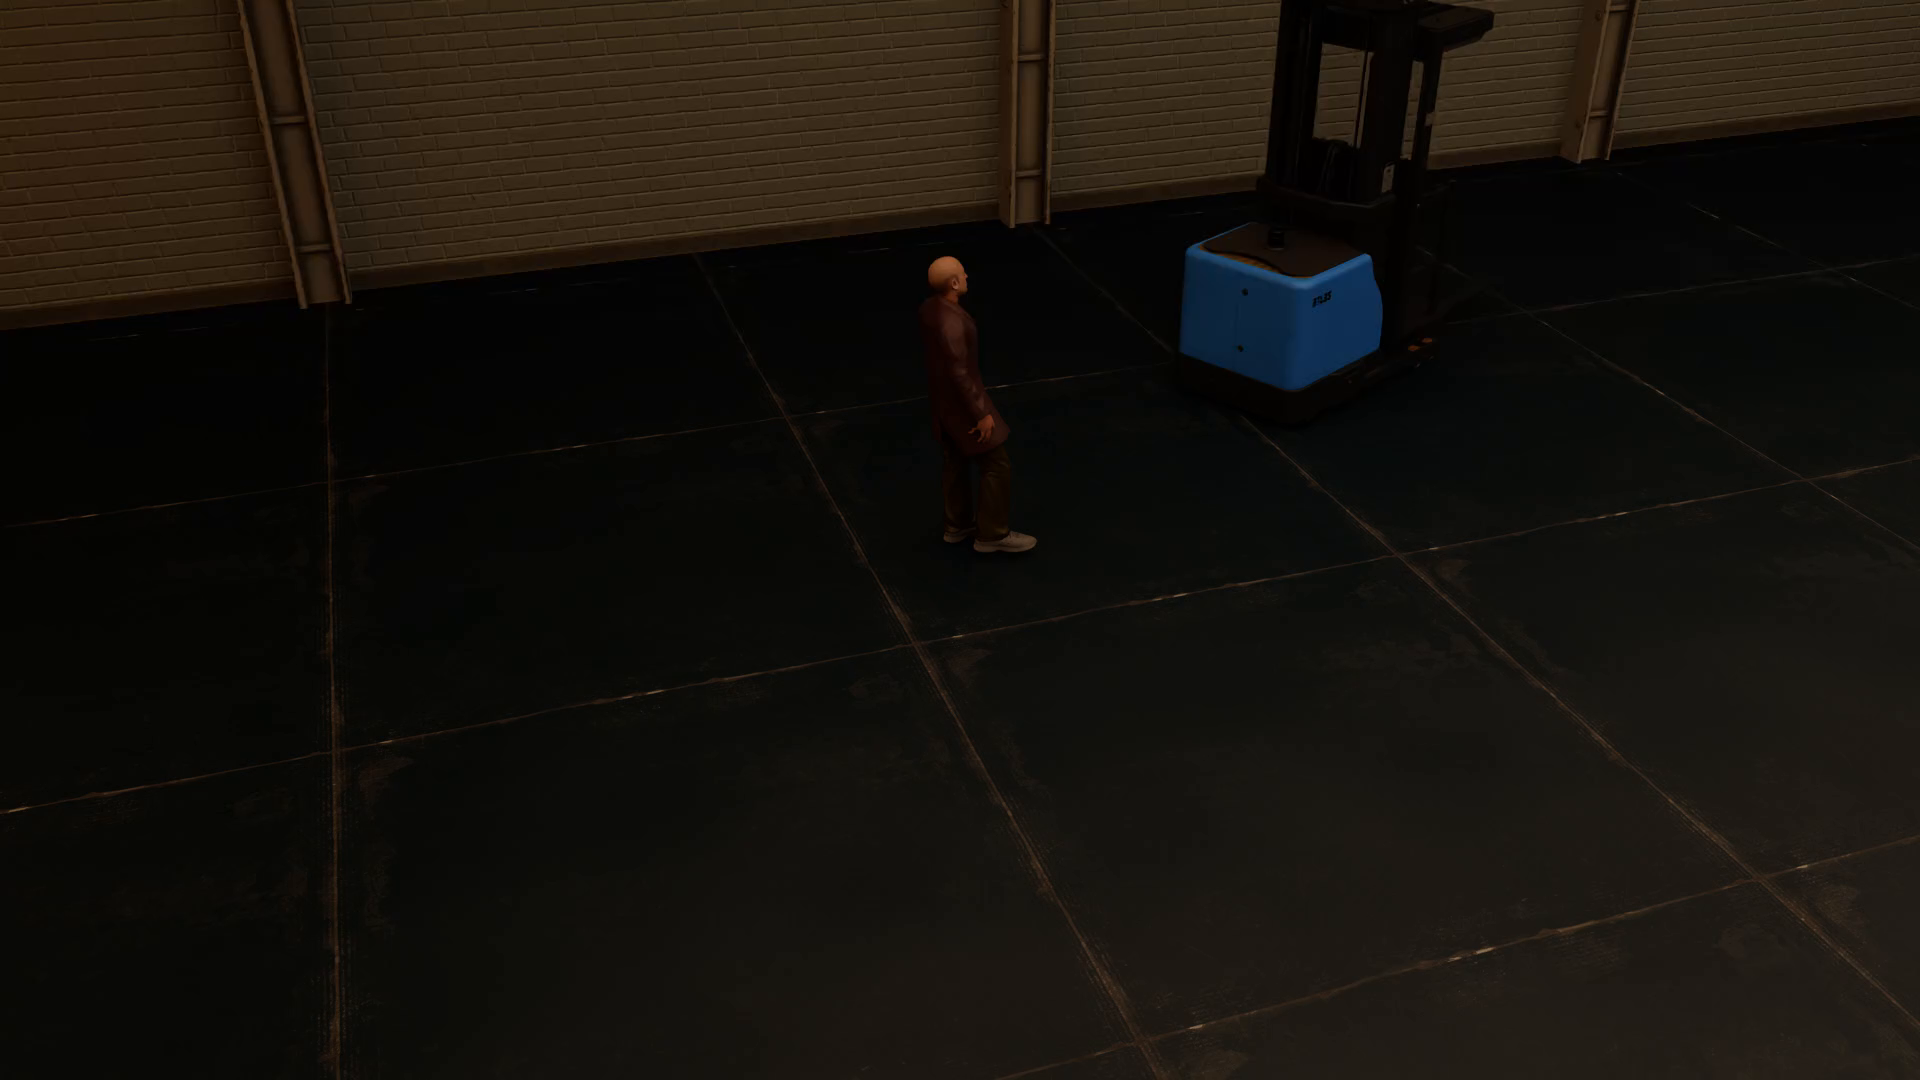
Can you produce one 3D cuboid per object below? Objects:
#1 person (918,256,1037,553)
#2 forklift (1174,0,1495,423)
[{"bbox_3d":[0.089,-0.789,9.602,0.580,1.777,0.696,-10,31,-16],"label":"person"},{"bbox_3d":[2.916,-2.695,11.771,1.130,2.935,3.031,26,39,37],"label":"forklift"}]
